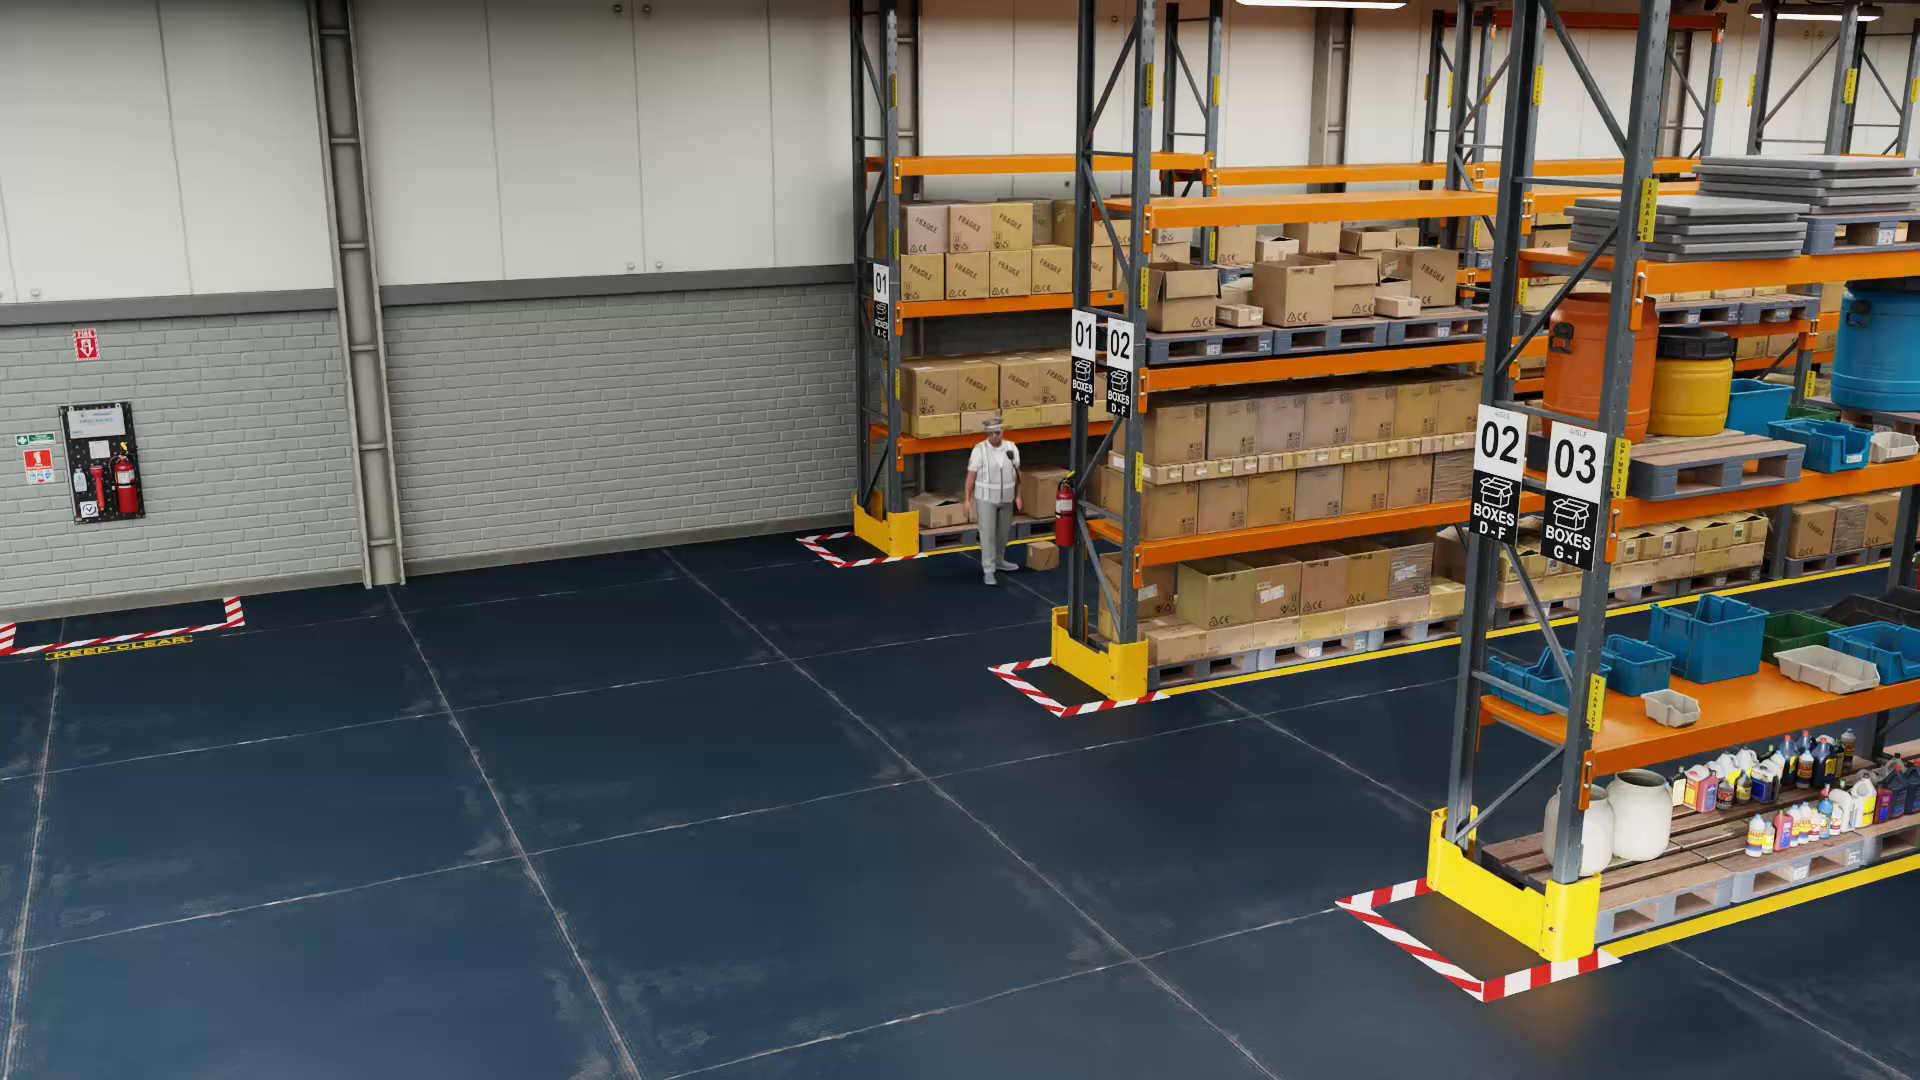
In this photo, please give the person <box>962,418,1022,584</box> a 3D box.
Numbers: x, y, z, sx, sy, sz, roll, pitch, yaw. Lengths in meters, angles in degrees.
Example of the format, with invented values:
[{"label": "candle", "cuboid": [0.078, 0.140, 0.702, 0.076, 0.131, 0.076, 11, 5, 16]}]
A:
[{"label": "person", "cuboid": [0.360, -0.442, 17.443, 0.703, 1.742, 0.618, -6, 16, -22]}]
